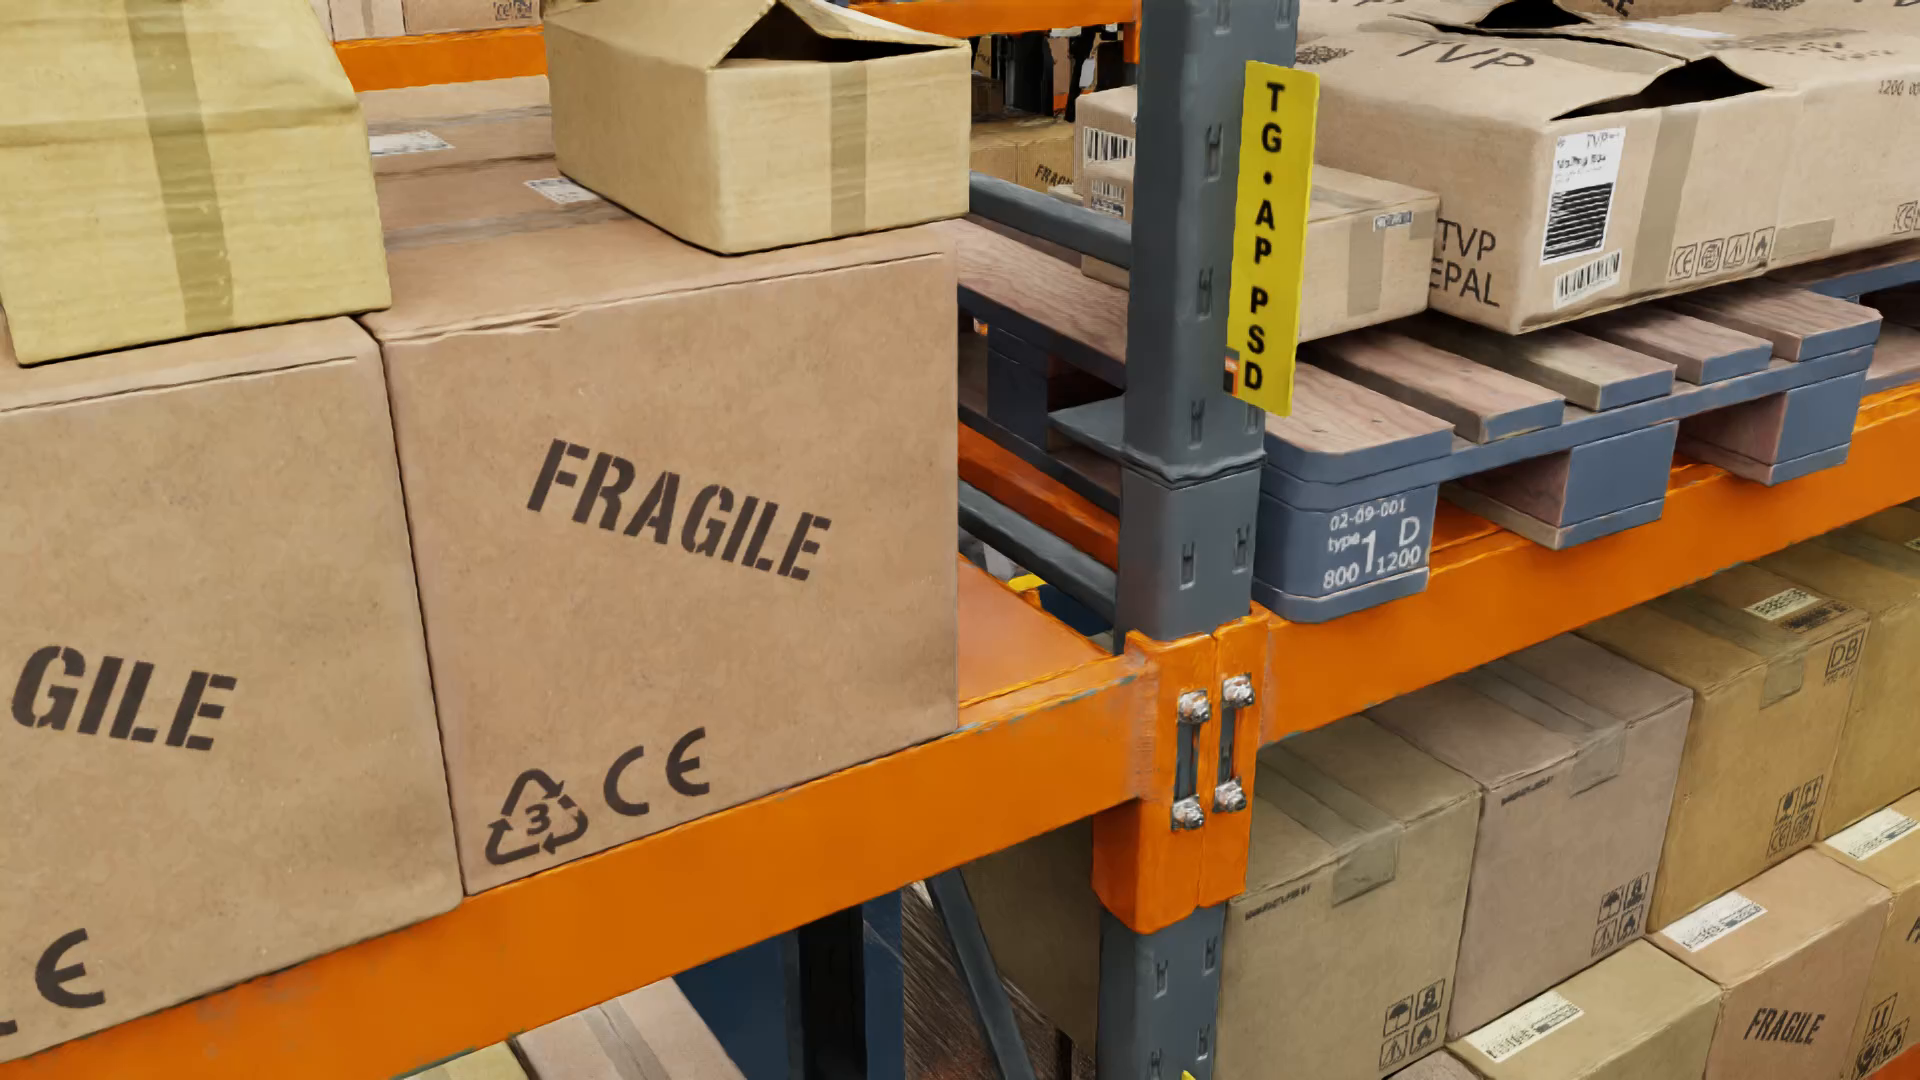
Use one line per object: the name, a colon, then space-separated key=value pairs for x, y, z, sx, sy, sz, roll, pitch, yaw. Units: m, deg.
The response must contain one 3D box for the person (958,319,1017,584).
person: x=0.023 y=-0.028 z=6.623 sx=0.622 sy=1.782 sz=0.557 roll=-2 pitch=25 yaw=-5
